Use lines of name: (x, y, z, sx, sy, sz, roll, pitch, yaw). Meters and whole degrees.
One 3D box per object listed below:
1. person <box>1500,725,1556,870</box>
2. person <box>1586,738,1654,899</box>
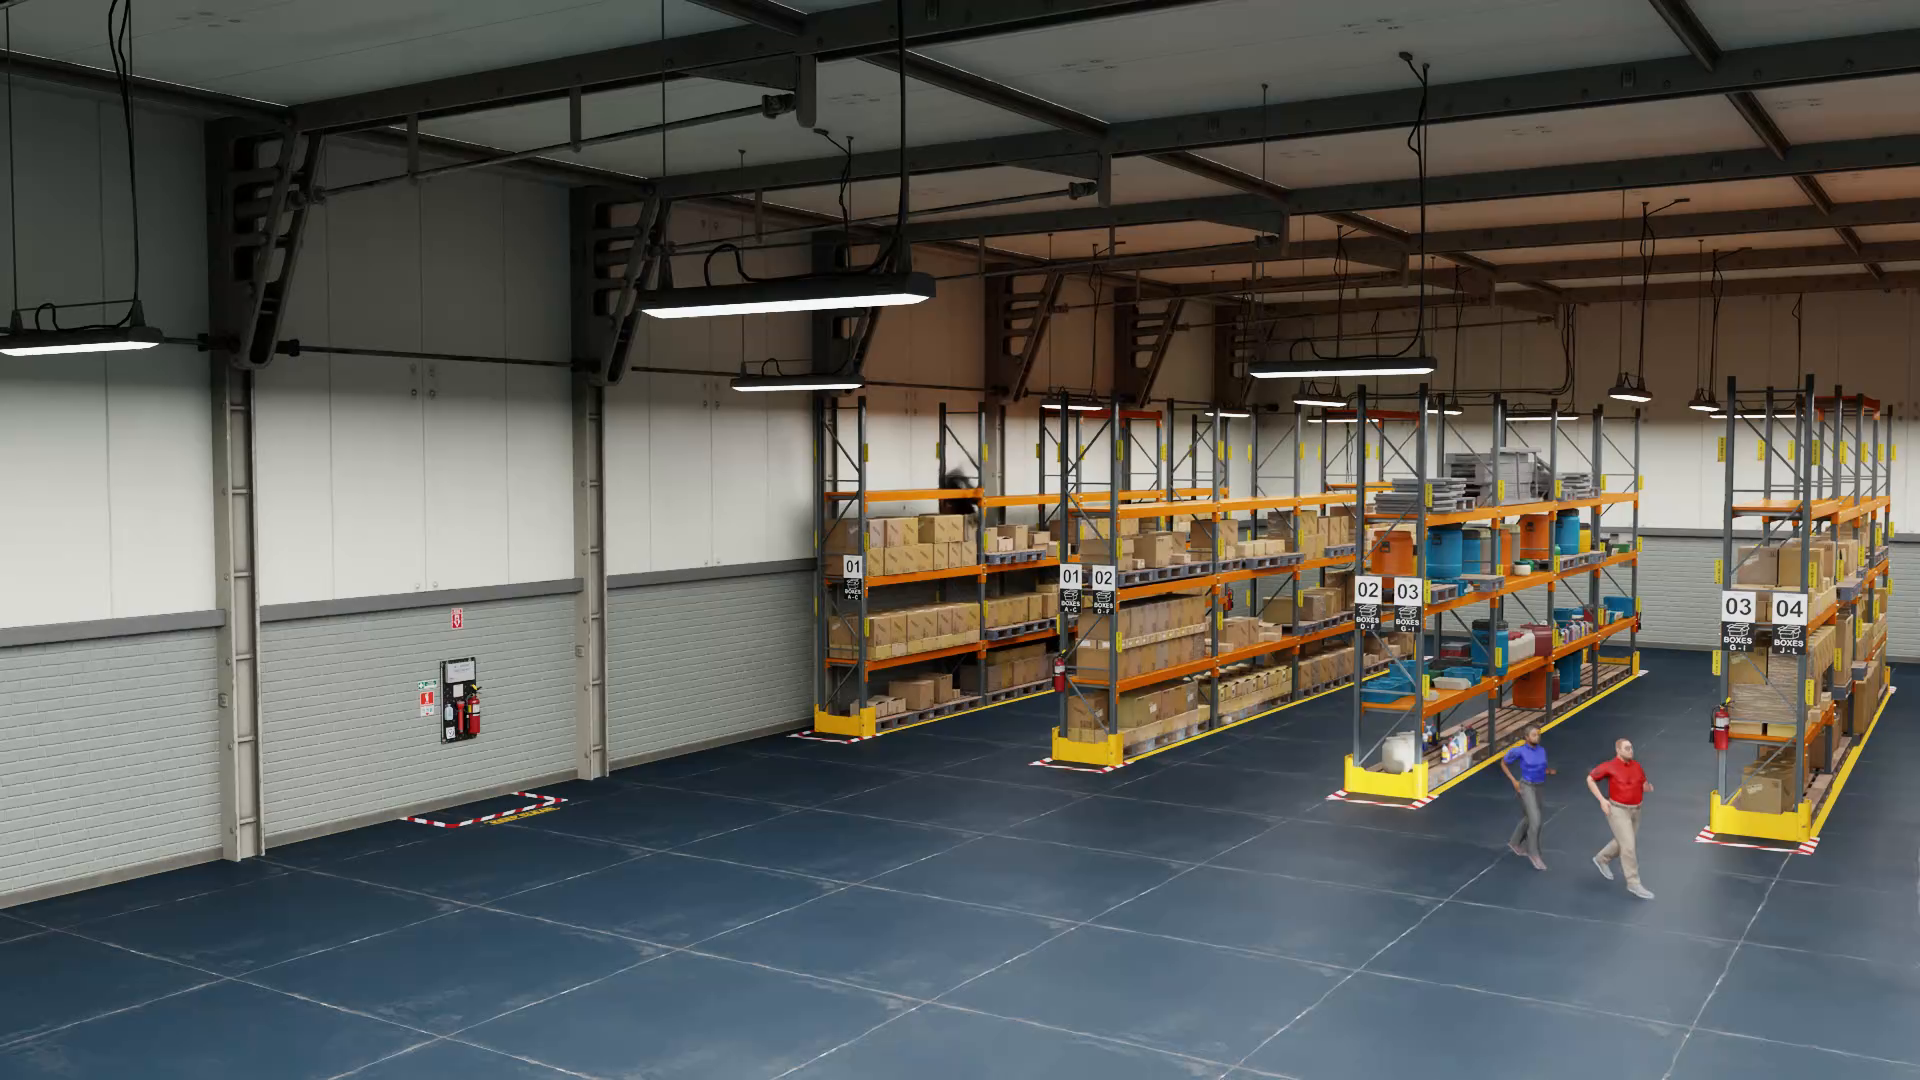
person: (6.931, 3.110, 20.236, 0.542, 1.717, 0.734, -2, 3, -28)
person: (7.565, 3.122, 18.961, 0.661, 1.722, 0.983, -1, 3, -26)
